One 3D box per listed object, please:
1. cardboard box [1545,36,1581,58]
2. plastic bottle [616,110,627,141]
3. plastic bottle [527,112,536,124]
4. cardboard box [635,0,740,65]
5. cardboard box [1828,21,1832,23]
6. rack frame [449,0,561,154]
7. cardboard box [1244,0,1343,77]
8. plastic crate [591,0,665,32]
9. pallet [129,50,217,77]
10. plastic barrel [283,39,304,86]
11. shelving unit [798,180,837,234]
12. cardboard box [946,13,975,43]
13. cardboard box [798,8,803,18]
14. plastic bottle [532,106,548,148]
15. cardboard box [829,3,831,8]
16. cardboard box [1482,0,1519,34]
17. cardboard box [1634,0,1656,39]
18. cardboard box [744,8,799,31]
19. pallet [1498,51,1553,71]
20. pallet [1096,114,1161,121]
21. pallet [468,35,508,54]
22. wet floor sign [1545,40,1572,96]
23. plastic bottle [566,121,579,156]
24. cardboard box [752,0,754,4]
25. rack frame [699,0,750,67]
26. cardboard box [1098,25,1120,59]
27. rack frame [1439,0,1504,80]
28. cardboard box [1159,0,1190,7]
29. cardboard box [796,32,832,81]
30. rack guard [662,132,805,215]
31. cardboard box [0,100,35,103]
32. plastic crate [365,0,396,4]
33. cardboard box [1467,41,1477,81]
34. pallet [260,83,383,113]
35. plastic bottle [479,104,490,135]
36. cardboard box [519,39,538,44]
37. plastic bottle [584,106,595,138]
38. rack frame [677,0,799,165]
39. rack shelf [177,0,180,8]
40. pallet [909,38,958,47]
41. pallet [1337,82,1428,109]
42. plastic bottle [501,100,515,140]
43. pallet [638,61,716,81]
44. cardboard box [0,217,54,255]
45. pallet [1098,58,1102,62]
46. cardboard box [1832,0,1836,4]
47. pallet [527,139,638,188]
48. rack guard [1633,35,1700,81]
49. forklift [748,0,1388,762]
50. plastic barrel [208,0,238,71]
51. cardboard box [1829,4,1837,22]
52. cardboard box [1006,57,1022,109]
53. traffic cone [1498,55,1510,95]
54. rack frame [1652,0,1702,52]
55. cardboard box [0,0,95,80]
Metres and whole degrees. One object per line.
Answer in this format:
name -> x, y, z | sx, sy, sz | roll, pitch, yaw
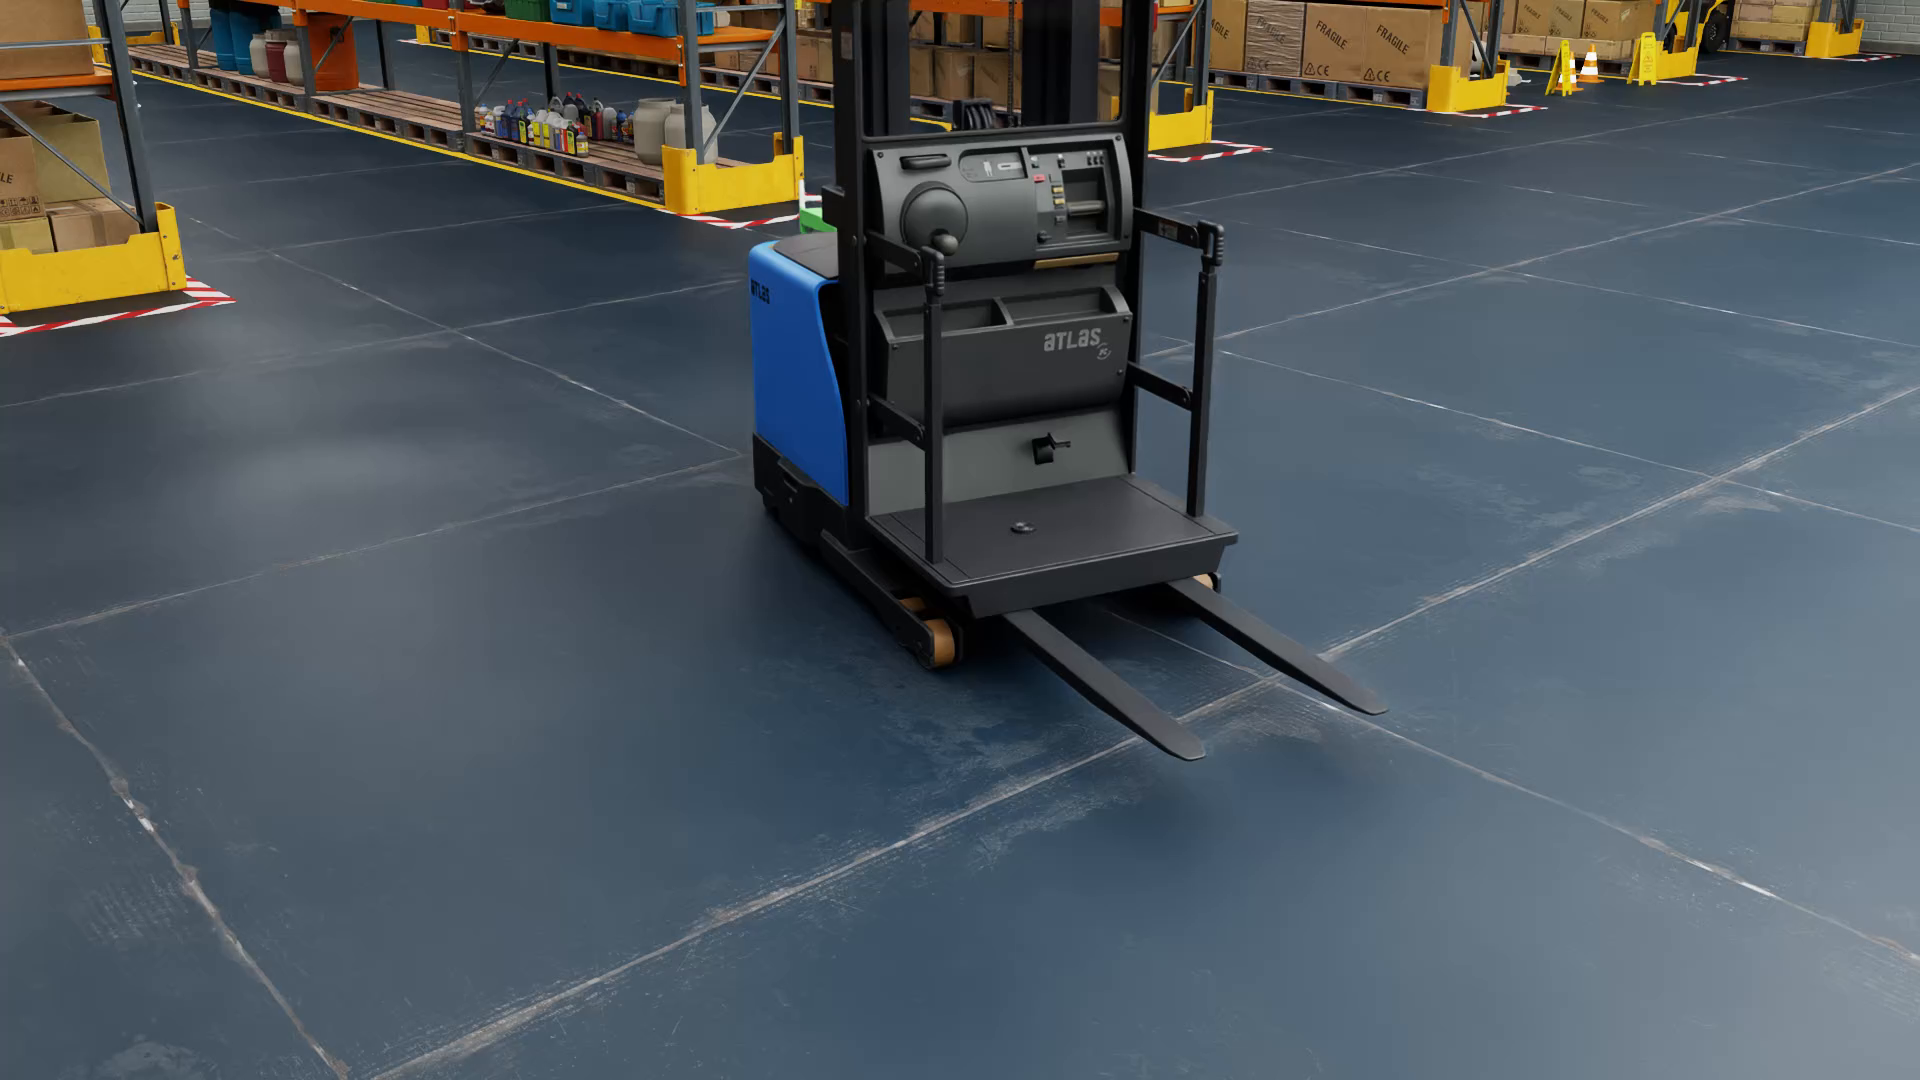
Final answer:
cardboard box -> 8.481, -6.854, 23.064 | 0.500, 0.250, 0.500 | -17, 27, -37
plastic bottle -> -3.084, -3.784, 15.169 | 0.097, 0.271, 0.097 | 0, 21, 0
plastic bottle -> -3.866, -3.730, 15.031 | 0.097, 0.271, 0.097 | 0, 21, 0
cardboard box -> -3.619, -6.887, 22.292 | 1.225, 0.875, 0.875 | -19, 28, -40
cardboard box -> 13.130, -7.914, 25.772 | 0.500, 0.250, 0.500 | -17, 27, -37
rack frame -> -4.326, -5.201, 15.650 | 1.000, 3.000, 0.127 | -17, 27, -37
cardboard box -> 4.199, -6.301, 20.795 | 0.875, 0.875, 0.875 | -17, 27, -37
plastic crate -> -2.688, -4.274, 13.488 | 0.499, 0.251, 0.408 | -17, 27, -37
pallet -> -10.858, -6.644, 23.158 | 1.003, 0.211, 1.213 | -17, 27, -37
plastic barrel -> -7.706, -5.609, 19.527 | 0.421, 0.512, 0.421 | 0, 21, 0
shelving unit -> -0.471, -0.923, 7.184 | 0.258, 1.200, 0.503 | -10, 23, -25
cardboard box -> 0.011, -7.789, 25.110 | 0.500, 0.500, 0.500 | -18, 27, -38
cardboard box -> -2.605, -8.833, 27.848 | 0.380, 0.149, 0.250 | -19, 28, -40
plastic bottle -> -3.713, -3.681, 14.798 | 0.144, 0.351, 0.185 | -18, 27, -38
cardboard box -> -2.040, -9.033, 27.950 | 0.380, 0.149, 0.250 | -16, 27, -35
cardboard box -> 7.810, -7.488, 23.654 | 0.500, 0.500, 0.500 | -16, 26, -35
cardboard box -> 9.212, -7.194, 22.903 | 0.500, 0.500, 0.500 | -19, 28, -39
cardboard box -> -2.371, -6.553, 20.898 | 0.500, 0.250, 0.500 | -14, 25, -32
pallet -> 8.200, -6.926, 23.879 | 1.003, 0.211, 1.213 | -17, 27, -37
pallet -> 1.484, -4.230, 16.995 | 1.003, 0.211, 1.213 | -17, 27, -37
pallet -> -7.033, -7.858, 26.257 | 1.003, 0.211, 1.213 | -17, 27, -37
wet floor sign -> 7.380, -5.795, 20.394 | 0.232, 0.644, 0.267 | 17, 27, 36
plastic bottle -> -3.336, -3.467, 14.344 | 0.061, 0.283, 0.133 | -17, 27, -36
cardboard box -> -3.388, -9.362, 28.792 | 0.380, 0.149, 0.250 | -17, 27, -37
rack frame -> -3.185, -7.485, 21.482 | 1.000, 3.000, 0.127 | -17, 27, -37
cardboard box -> 2.150, -7.098, 23.003 | 1.050, 0.750, 0.750 | -17, 27, -37
rack frame -> 5.861, -6.428, 18.782 | 1.000, 3.000, 0.127 | -17, 27, -37
cardboard box -> 2.032, -5.293, 16.230 | 0.380, 0.149, 0.250 | -17, 27, -37
cardboard box -> -1.621, -5.886, 20.224 | 0.500, 0.500, 0.700 | 20, 29, 41
rack guard -> -1.800, -2.942, 13.309 | 1.175, 0.500, 0.348 | -17, 27, -37
cardboard box -> -6.966, -2.933, 12.026 | 0.500, 0.500, 0.500 | -17, 27, -37
plastic crate -> -5.677, -5.516, 16.745 | 0.450, 0.188, 0.662 | -17, 27, -37
cardboard box -> 6.480, -6.354, 22.017 | 0.637, 0.503, 0.797 | 3, 22, 9
pallet -> -7.483, -5.216, 19.511 | 1.003, 0.211, 1.213 | -17, 27, -37
plastic bottle -> -4.450, -3.943, 15.576 | 0.097, 0.271, 0.097 | 0, 21, 0
cardboard box -> -6.166, -7.998, 25.128 | 0.875, 0.875, 0.875 | -17, 27, -37
plastic bottle -> -3.412, -3.858, 15.342 | 0.061, 0.283, 0.133 | -17, 27, -37
rack frame -> -1.715, -4.096, 12.828 | 1.000, 3.000, 0.127 | -17, 27, -37
rack shelf -> -10.853, -7.629, 22.835 | 1.077, 0.370, 4.000 | -17, 27, -37
pallet -> -0.662, -7.893, 26.346 | 1.003, 0.211, 1.213 | -17, 27, -37
pallet -> 5.280, -5.332, 19.807 | 1.003, 0.211, 1.213 | -17, 27, -37
plastic bottle -> -4.113, -3.851, 15.231 | 0.144, 0.351, 0.185 | -17, 27, -36
pallet -> -3.642, -6.423, 22.592 | 1.003, 0.211, 1.213 | -17, 27, -37
cardboard box -> -6.044, -1.911, 10.444 | 0.500, 0.250, 0.500 | -17, 27, -37
pallet -> 1.888, -6.767, 23.472 | 1.003, 0.211, 1.213 | -17, 27, -37
cardboard box -> 13.132, -8.375, 25.578 | 0.500, 0.250, 0.500 | -18, 28, -38
pallet -> -3.119, -3.370, 14.798 | 1.003, 0.211, 1.213 | -17, 27, -37
rack guard -> 9.495, -6.491, 22.371 | 1.175, 0.500, 0.348 | -17, 27, -37
forklift -> 0.247, -1.126, 5.341 | 1.130, 2.935, 3.031 | -10, 23, -24
plastic barrel -> -9.206, -6.475, 21.205 | 0.600, 0.901, 0.708 | -17, 27, -37
cardboard box -> 13.153, -8.144, 25.673 | 0.500, 0.250, 0.500 | -17, 27, -36
cardboard box -> 0.832, -4.818, 17.523 | 0.500, 0.500, 0.500 | -14, 26, -33
traffic cone -> 6.590, -5.731, 20.482 | 0.336, 0.463, 0.334 | -17, 27, -37
rack frame -> 9.545, -7.634, 21.862 | 1.000, 3.000, 0.127 | -17, 27, -37
cardboard box -> -5.765, -3.096, 10.139 | 0.700, 0.500, 0.500 | -17, 27, -37
